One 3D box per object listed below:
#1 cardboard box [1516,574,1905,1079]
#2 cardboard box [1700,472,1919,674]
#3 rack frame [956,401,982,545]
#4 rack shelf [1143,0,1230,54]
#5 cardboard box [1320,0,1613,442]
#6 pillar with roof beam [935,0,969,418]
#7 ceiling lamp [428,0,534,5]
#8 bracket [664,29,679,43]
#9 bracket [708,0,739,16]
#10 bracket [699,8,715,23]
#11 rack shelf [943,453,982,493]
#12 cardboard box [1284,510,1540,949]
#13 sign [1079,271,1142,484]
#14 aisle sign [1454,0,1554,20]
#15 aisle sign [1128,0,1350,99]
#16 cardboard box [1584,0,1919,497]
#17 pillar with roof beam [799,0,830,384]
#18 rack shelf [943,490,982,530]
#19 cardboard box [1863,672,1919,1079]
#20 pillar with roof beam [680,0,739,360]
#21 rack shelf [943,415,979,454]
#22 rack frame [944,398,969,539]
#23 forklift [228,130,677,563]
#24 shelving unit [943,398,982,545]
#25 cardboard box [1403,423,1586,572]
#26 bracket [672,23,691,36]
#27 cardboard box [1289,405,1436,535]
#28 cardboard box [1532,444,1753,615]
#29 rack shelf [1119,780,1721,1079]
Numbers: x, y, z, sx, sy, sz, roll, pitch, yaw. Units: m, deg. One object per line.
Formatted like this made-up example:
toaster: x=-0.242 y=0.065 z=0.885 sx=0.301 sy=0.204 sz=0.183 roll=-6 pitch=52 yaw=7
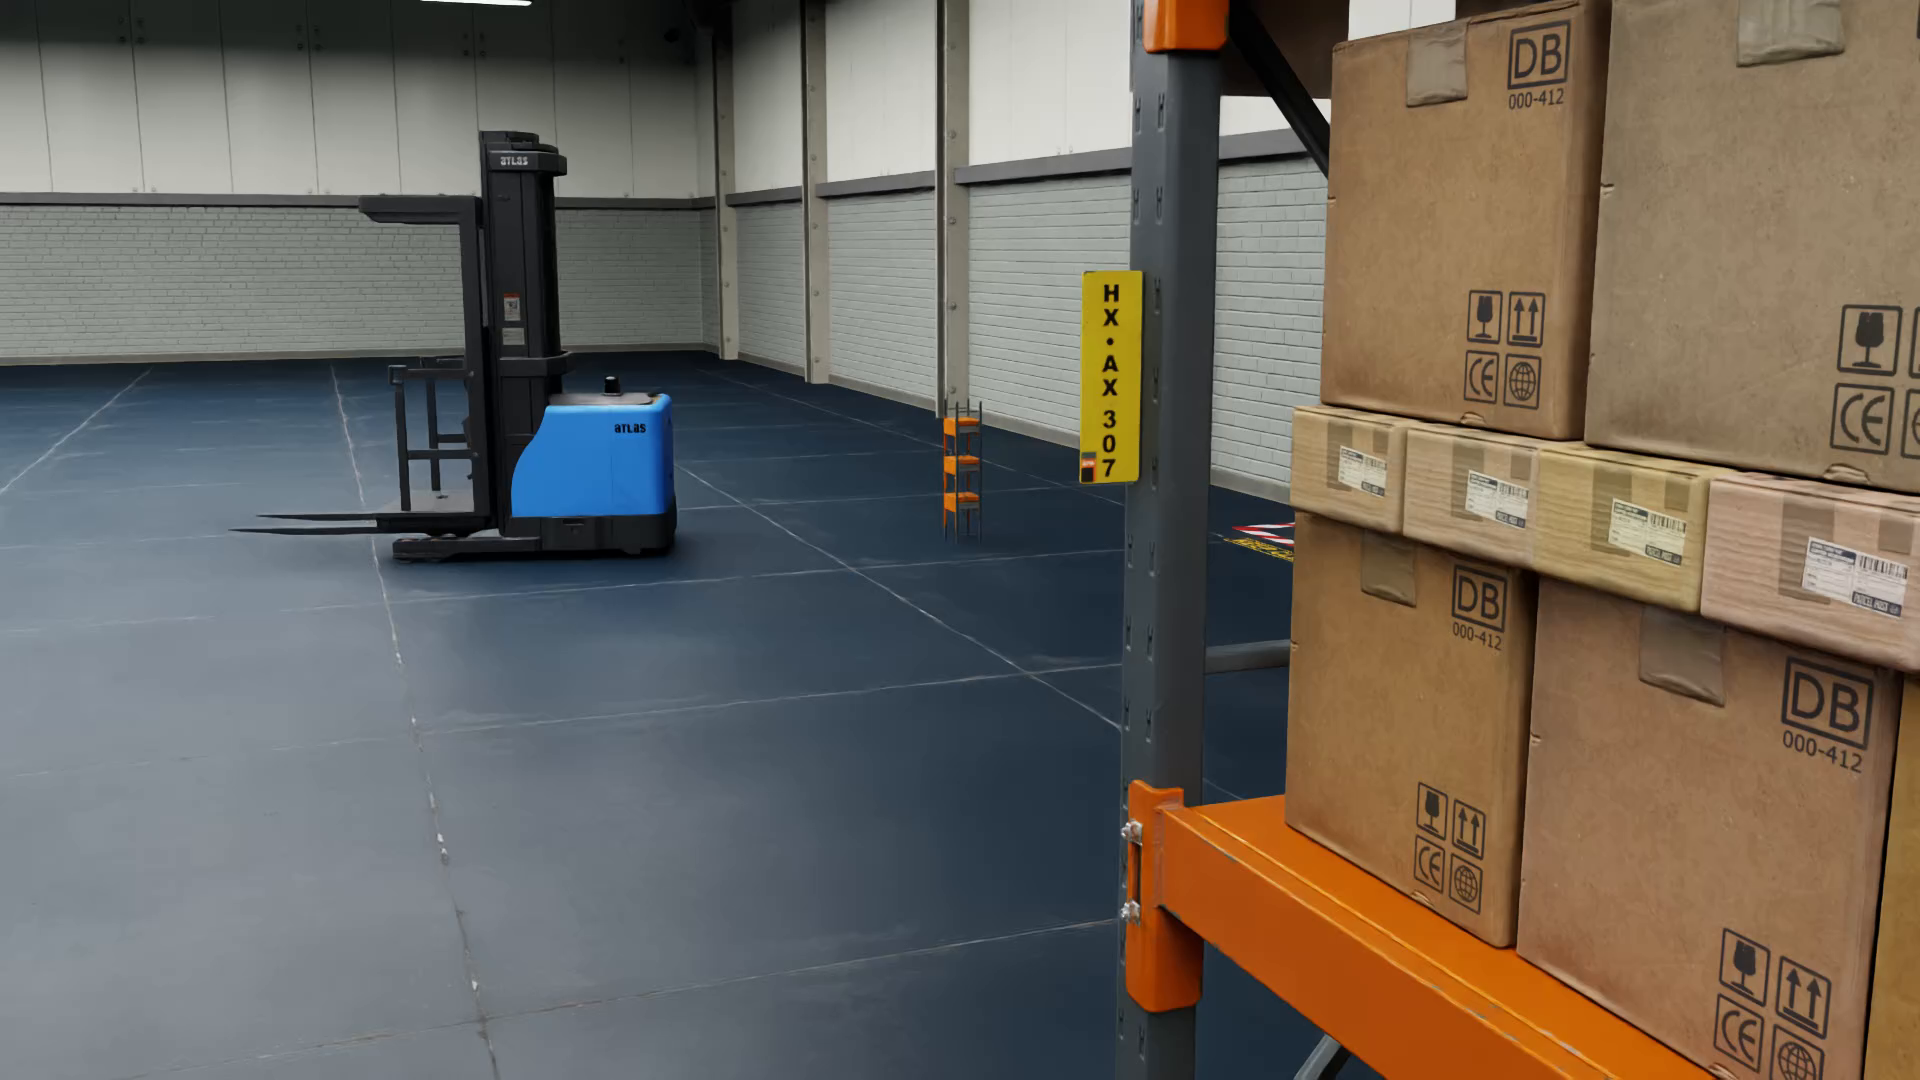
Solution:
cardboard box: x=1.104 y=0.294 z=1.919 sx=0.700 sy=0.500 sz=0.500 roll=-4 pitch=11 yaw=-19
cardboard box: x=0.970 y=0.015 z=1.635 sx=0.380 sy=0.149 sz=0.250 roll=-4 pitch=11 yaw=-22
rack frame: x=0.064 y=-0.488 z=12.167 sx=0.200 sy=1.050 sz=0.008 roll=-4 pitch=11 yaw=-21
rack shelf: x=1.477 y=-0.616 z=0.805 sx=1.077 sy=0.370 sz=4.000 roll=-4 pitch=11 yaw=-21
cardboard box: x=0.928 y=-0.422 z=2.237 sx=0.700 sy=0.500 sz=0.500 roll=-4 pitch=11 yaw=-21
pillar with roof beam: x=-4.108 y=-5.694 z=18.733 sx=9.100 sy=9.000 sz=0.400 roll=-4 pitch=11 yaw=-21
ceiling lamp: x=-7.667 y=-9.854 z=25.454 sx=2.000 sy=3.185 sz=0.800 roll=-4 pitch=11 yaw=-21
bracket: x=-5.784 y=-10.130 z=33.395 sx=0.235 sy=0.232 sz=0.430 roll=-4 pitch=11 yaw=-21
bracket: x=-3.691 y=-9.187 z=28.094 sx=0.076 sy=0.066 sz=4.783 roll=-4 pitch=11 yaw=-21
bracket: x=-4.624 y=-9.607 z=30.458 sx=0.235 sy=0.232 sz=0.430 roll=-4 pitch=11 yaw=-21
rack shelf: x=0.019 y=-0.498 z=12.281 sx=0.215 sy=0.259 sz=0.240 roll=-4 pitch=11 yaw=-21
cardboard box: x=0.909 y=0.208 z=2.399 sx=0.700 sy=0.500 sz=0.500 roll=-4 pitch=11 yaw=-21
sign: x=0.233 y=-0.250 z=2.565 sx=0.100 sy=0.325 sz=0.005 roll=-4 pitch=11 yaw=-21
aisle sign: x=1.002 y=-1.129 z=2.778 sx=0.394 sy=0.787 sz=0.004 roll=-4 pitch=11 yaw=-21
aisle sign: x=0.443 y=-1.091 z=2.564 sx=0.394 sy=0.787 sz=0.004 roll=-4 pitch=11 yaw=-21
cardboard box: x=1.124 y=-0.336 z=1.756 sx=0.700 sy=0.500 sz=0.500 roll=-4 pitch=11 yaw=-22
pillar with roof beam: x=-6.282 y=-6.673 z=24.239 sx=9.100 sy=9.000 sz=0.400 roll=-4 pitch=11 yaw=-21
rack shelf: x=0.019 y=-0.224 z=12.330 sx=0.215 sy=0.259 sz=0.240 roll=-4 pitch=11 yaw=-21
cardboard box: x=1.279 y=0.375 z=1.461 sx=0.700 sy=0.500 sz=0.500 roll=-4 pitch=11 yaw=-21
pillar with roof beam: x=-8.456 y=-7.652 z=29.745 sx=9.100 sy=9.000 sz=0.548 roll=-4 pitch=11 yaw=-21
rack shelf: x=0.019 y=-0.777 z=12.231 sx=0.215 sy=0.259 sz=0.240 roll=-4 pitch=11 yaw=-21
rack frame: x=-0.025 y=-0.528 z=12.391 sx=0.200 sy=1.050 sz=0.008 roll=-4 pitch=11 yaw=-21
forklift: x=-3.613 y=-1.380 z=11.810 sx=3.031 sy=2.935 sz=1.130 roll=-1 pitch=10 yaw=-6
shelving unit: x=0.019 y=-0.508 z=12.279 sx=0.215 sy=1.050 sz=0.252 roll=-4 pitch=11 yaw=-21
cardboard box: x=0.792 y=-0.067 z=2.097 sx=0.380 sy=0.149 sz=0.250 roll=-4 pitch=11 yaw=-22
bracket: x=-5.570 y=-10.033 z=32.853 sx=0.076 sy=0.066 sz=3.189 roll=-4 pitch=11 yaw=-21
cardboard box: x=0.693 y=-0.110 z=2.338 sx=0.380 sy=0.149 sz=0.250 roll=-4 pitch=11 yaw=-21
cardboard box: x=0.881 y=-0.027 z=1.867 sx=0.380 sy=0.149 sz=0.250 roll=-4 pitch=11 yaw=-21
rack shelf: x=1.477 y=0.861 z=1.068 sx=1.077 sy=0.370 sz=4.000 roll=-4 pitch=11 yaw=-21
